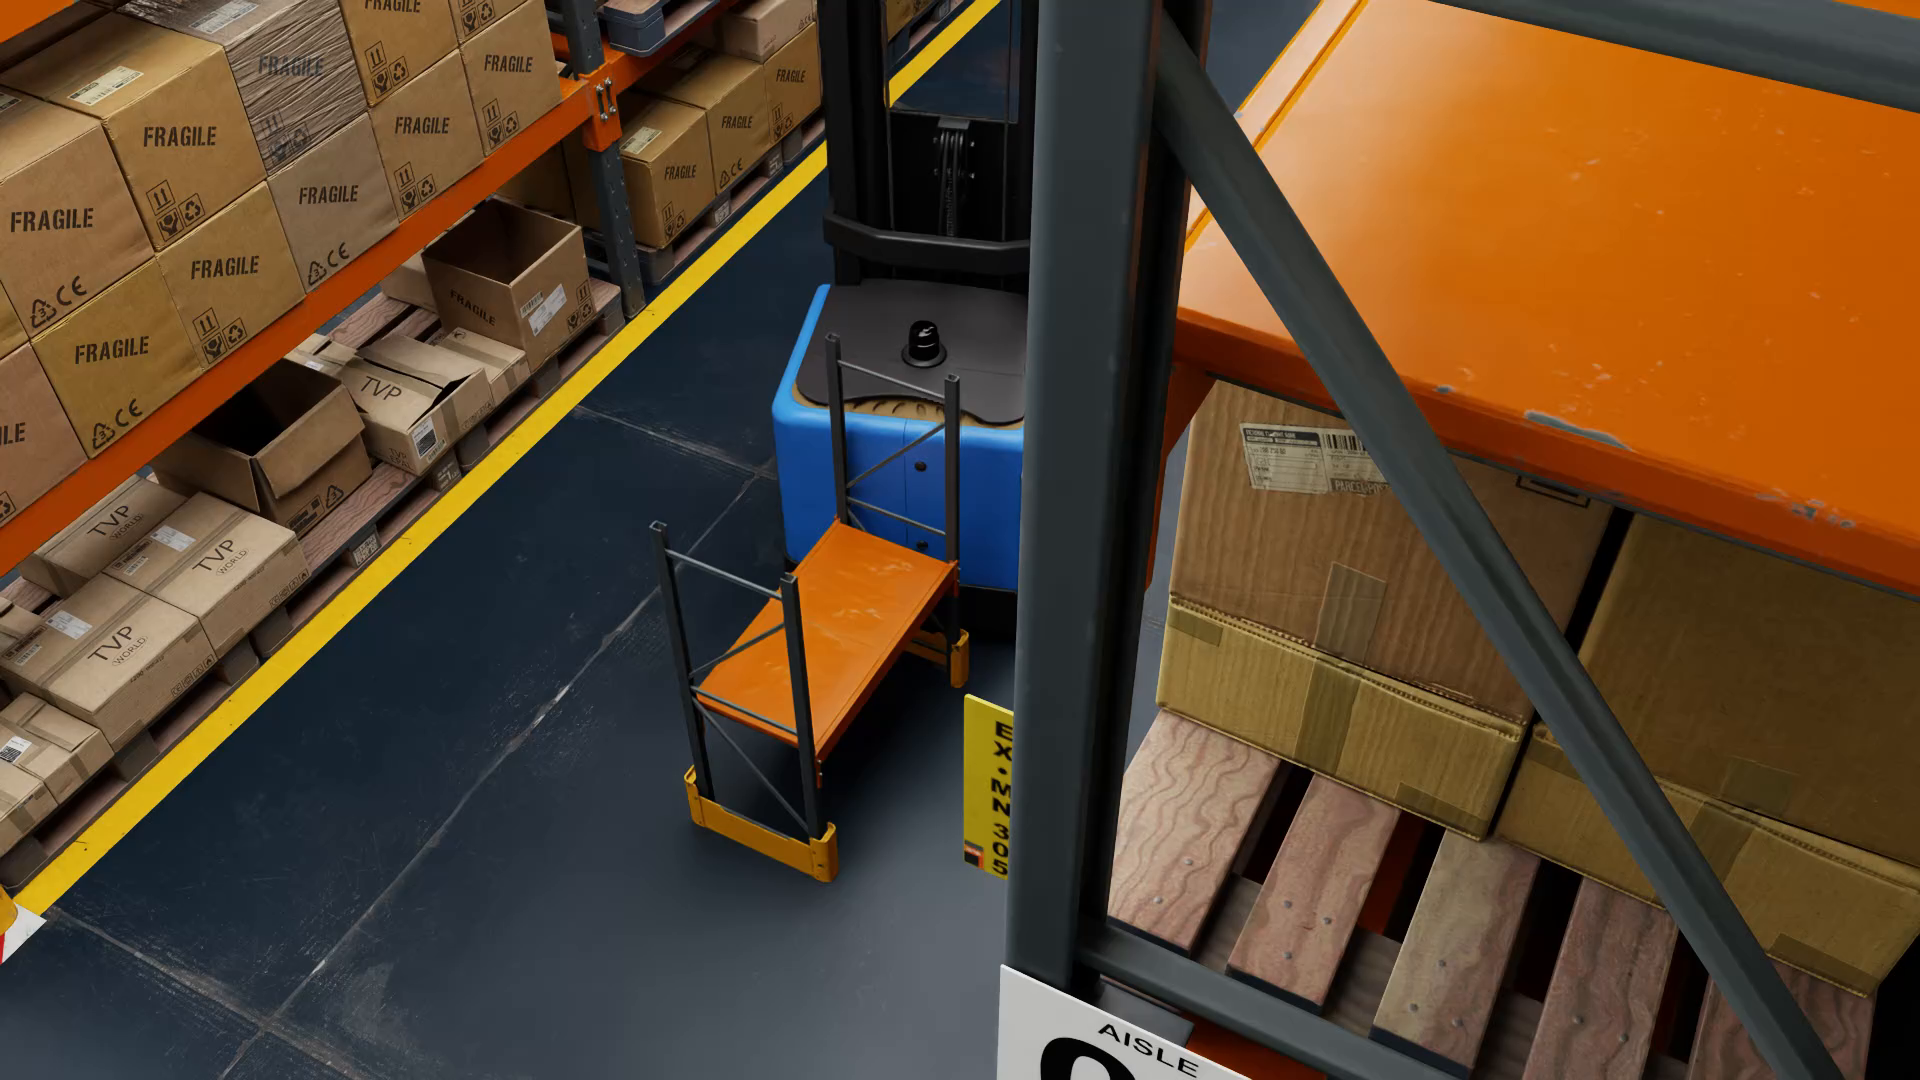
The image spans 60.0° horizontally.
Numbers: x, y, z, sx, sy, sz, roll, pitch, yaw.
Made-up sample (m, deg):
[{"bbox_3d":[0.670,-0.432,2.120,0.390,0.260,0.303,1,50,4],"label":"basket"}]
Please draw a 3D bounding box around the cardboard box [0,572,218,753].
[{"bbox_3d":[-3.130,0.443,6.107,0.500,0.250,0.500,20,49,19],"label":"cardboard box"}]

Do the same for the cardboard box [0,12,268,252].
[{"bbox_3d":[-2.718,-1.350,5.482,0.500,0.500,0.500,20,49,19],"label":"cardboard box"}]

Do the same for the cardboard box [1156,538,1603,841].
[{"bbox_3d":[0.629,0.094,2.458,0.500,0.250,0.500,22,49,20],"label":"cardboard box"}]

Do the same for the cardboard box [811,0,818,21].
[{"bbox_3d":[-0.872,-3.035,8.842,0.500,0.250,0.500,20,49,18],"label":"cardboard box"}]

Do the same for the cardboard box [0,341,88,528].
[{"bbox_3d":[-3.191,-0.360,5.206,0.500,0.500,0.500,20,49,19],"label":"cardboard box"}]

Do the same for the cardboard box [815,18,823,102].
[{"bbox_3d":[-0.857,-2.796,9.132,0.500,0.500,0.500,19,48,18],"label":"cardboard box"}]

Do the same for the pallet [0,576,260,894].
[{"bbox_3d":[-3.461,0.625,6.264,1.003,0.211,1.213,20,49,19],"label":"pallet"}]

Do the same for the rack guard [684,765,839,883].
[{"bbox_3d":[-0.699,0.999,5.867,0.587,0.250,0.087,20,49,19],"label":"rack guard"}]

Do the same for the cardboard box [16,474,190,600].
[{"bbox_3d":[-3.364,-0.006,6.551,0.500,0.250,0.500,20,49,19],"label":"cardboard box"}]

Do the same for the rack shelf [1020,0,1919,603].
[{"bbox_3d":[1.452,-1.147,2.624,1.077,0.370,4.000,20,49,19],"label":"rack shelf"}]

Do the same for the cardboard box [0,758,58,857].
[{"bbox_3d":[-3.367,0.892,5.735,0.380,0.149,0.250,20,49,19],"label":"cardboard box"}]

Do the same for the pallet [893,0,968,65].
[{"bbox_3d":[-0.532,-3.407,10.249,1.003,0.211,1.213,20,49,19],"label":"pallet"}]

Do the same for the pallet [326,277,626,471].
[{"bbox_3d":[-2.328,-0.913,7.784,1.003,0.211,1.213,20,49,19],"label":"pallet"}]

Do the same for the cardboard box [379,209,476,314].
[{"bbox_3d":[-2.395,-1.342,7.828,0.500,0.311,0.500,20,49,19],"label":"cardboard box"}]

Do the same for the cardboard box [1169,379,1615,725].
[{"bbox_3d":[0.622,-0.171,2.194,0.500,0.500,0.500,20,49,19],"label":"cardboard box"}]

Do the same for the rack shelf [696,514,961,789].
[{"bbox_3d":[-0.464,0.366,5.866,0.538,0.185,1.000,20,49,19],"label":"rack shelf"}]

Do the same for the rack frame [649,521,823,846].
[{"bbox_3d":[-0.699,0.560,5.422,0.500,1.500,0.032,20,49,19],"label":"rack frame"}]

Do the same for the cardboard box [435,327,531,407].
[{"bbox_3d":[-2.143,-0.769,7.376,0.380,0.149,0.250,20,49,19],"label":"cardboard box"}]

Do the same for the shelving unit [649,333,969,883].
[{"bbox_3d":[-0.468,0.246,5.733,0.587,1.500,1.083,20,49,19],"label":"shelving unit"}]

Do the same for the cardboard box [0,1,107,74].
[{"bbox_3d":[-3.194,-1.533,5.663,0.500,0.500,0.500,22,49,20],"label":"cardboard box"}]

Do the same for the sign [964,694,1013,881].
[{"bbox_3d":[0.050,0.302,1.946,0.100,0.325,0.005,20,49,19],"label":"sign"}]

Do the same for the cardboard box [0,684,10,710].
[{"bbox_3d":[-3.831,0.495,5.880,0.500,0.500,0.500,20,49,19],"label":"cardboard box"}]

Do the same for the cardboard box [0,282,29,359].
[{"bbox_3d":[-3.190,-0.716,4.855,0.500,0.500,0.500,21,49,19],"label":"cardboard box"}]

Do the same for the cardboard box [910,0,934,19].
[{"bbox_3d":[-0.378,-3.454,9.783,0.500,0.500,0.500,22,49,21],"label":"cardboard box"}]

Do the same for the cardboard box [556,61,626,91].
[{"bbox_3d":[-1.796,-2.315,8.657,0.500,0.500,0.500,21,49,19],"label":"cardboard box"}]

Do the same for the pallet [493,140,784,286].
[{"bbox_3d":[-1.664,-1.870,8.730,1.003,0.211,1.213,20,49,19],"label":"pallet"}]

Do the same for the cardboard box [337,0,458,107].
[{"bbox_3d":[-2.249,-1.984,6.109,0.500,0.500,0.500,20,49,18],"label":"cardboard box"}]

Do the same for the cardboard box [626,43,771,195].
[{"bbox_3d":[-1.330,-2.165,8.509,0.500,0.500,0.500,21,49,20],"label":"cardboard box"}]

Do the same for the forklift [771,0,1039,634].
[{"bbox_3d":[0.059,-1.722,6.671,1.130,2.935,3.031,7,46,7],"label":"forklift"}]

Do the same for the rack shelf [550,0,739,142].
[{"bbox_3d":[-1.080,-3.332,8.720,1.077,0.370,4.000,20,49,19],"label":"rack shelf"}]

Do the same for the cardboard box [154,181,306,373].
[{"bbox_3d":[-2.722,-0.989,5.828,0.500,0.500,0.500,21,49,20],"label":"cardboard box"}]

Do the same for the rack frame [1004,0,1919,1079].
[{"bbox_3d":[0.524,-0.281,0.981,1.000,3.000,0.127,20,49,19],"label":"rack frame"}]

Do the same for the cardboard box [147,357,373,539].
[{"bbox_3d":[-2.876,-0.417,6.779,0.797,0.503,0.637,20,49,19],"label":"cardboard box"}]

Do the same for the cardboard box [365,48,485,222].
[{"bbox_3d":[-2.251,-1.635,6.467,0.500,0.500,0.500,22,49,20],"label":"cardboard box"}]
